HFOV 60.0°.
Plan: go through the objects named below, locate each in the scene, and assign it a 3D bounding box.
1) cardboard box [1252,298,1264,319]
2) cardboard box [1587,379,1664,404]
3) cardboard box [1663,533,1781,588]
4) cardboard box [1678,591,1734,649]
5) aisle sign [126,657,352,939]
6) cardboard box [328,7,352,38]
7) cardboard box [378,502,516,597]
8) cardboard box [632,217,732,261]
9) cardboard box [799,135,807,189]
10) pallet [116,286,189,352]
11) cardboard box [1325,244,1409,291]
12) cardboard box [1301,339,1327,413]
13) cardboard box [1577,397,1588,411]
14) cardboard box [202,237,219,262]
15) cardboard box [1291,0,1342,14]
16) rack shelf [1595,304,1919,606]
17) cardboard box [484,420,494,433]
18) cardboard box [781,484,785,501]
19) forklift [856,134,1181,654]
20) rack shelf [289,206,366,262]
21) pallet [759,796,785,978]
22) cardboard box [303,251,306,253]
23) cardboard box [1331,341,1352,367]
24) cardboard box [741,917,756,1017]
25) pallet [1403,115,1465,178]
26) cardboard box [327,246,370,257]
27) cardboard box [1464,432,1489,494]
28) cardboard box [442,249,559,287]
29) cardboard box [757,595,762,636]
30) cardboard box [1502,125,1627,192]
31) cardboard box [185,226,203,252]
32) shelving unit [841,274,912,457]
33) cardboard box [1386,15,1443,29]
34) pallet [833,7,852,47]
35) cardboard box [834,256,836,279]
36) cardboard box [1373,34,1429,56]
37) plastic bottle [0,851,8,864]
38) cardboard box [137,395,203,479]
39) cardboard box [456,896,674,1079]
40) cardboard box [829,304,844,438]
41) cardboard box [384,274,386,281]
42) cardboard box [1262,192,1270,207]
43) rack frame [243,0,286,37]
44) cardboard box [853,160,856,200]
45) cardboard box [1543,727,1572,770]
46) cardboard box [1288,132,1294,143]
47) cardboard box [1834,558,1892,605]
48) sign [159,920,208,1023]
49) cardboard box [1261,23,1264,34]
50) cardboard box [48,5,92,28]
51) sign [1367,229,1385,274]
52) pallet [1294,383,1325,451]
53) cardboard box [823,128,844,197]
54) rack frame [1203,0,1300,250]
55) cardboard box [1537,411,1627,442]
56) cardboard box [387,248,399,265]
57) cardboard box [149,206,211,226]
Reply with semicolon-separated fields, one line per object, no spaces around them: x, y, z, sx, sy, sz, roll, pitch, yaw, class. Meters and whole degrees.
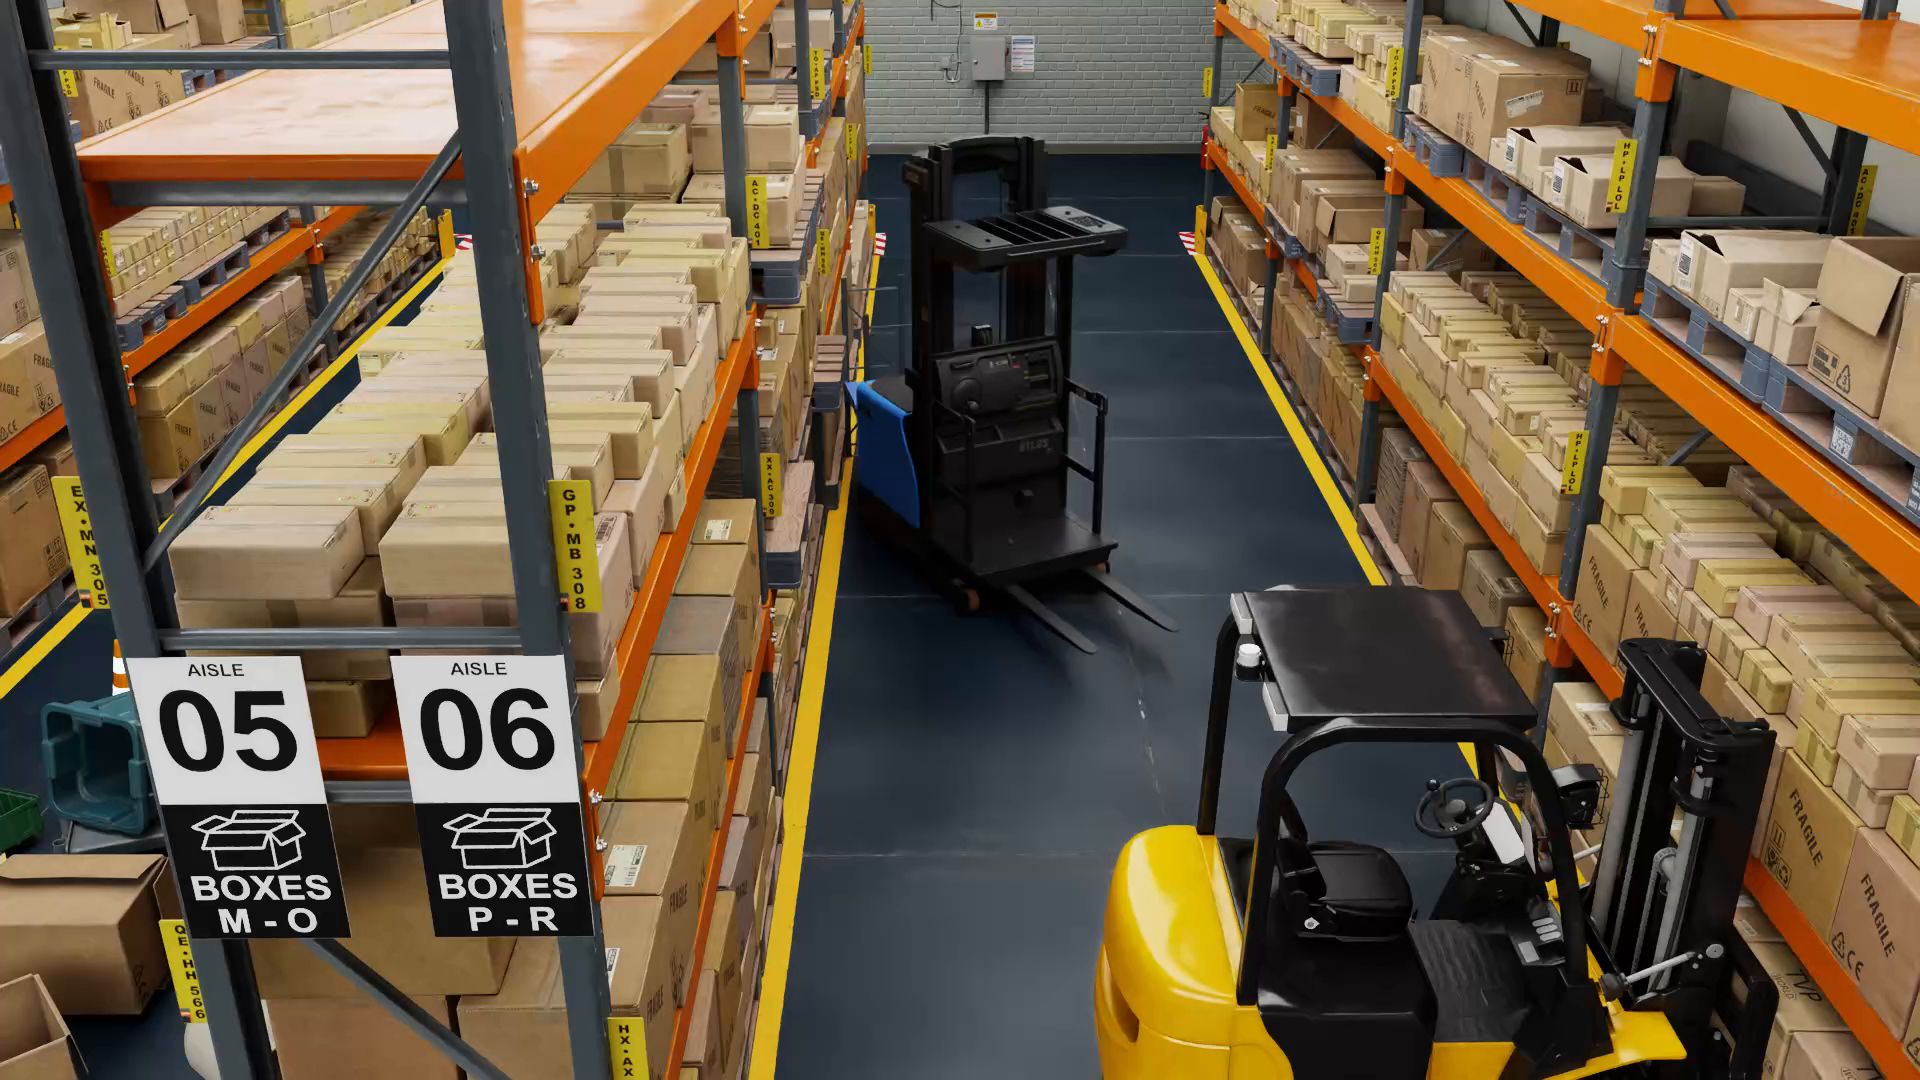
3.119;-2.305;16.540;0.380;0.149;0.250;-1;24;-2;cardboard box
3.763;-0.796;9.346;0.380;0.149;0.250;0;24;-1;cardboard box
3.218;0.087;7.031;0.380;0.149;0.250;0;24;1;cardboard box
3.211;0.328;6.861;0.380;0.149;0.250;0;24;-1;cardboard box
-1.703;0.627;3.953;0.394;0.787;0.004;0;24;-1;aisle sign
-6.235;-5.008;16.108;0.500;0.250;0.500;1;24;2;cardboard box
-1.214;0.021;4.144;0.380;0.149;0.250;0;24;-1;cardboard box
-1.156;-1.243;6.939;0.380;0.149;0.250;-1;24;-2;cardboard box
-1.097;-2.013;8.976;0.500;0.250;0.500;-1;24;-1;cardboard box
-6.564;-1.654;12.384;1.213;0.211;1.003;0;24;-1;pallet
3.127;-2.092;12.792;0.500;0.250;0.500;-1;24;-3;cardboard box
3.215;-1.398;14.108;0.500;0.500;0.500;-1;24;-2;cardboard box
3.767;-0.676;9.564;0.500;0.250;0.500;-1;24;-2;cardboard box
-6.271;-2.364;13.516;0.380;0.149;0.250;-1;24;-2;cardboard box
3.057;-4.575;14.281;0.380;0.149;0.250;0;24;0;cardboard box
3.528;-0.103;5.954;1.077;0.370;4.000;0;24;-1;rack shelf
-1.704;-0.280;5.294;0.500;0.250;0.500;0;24;1;cardboard box
-1.141;-0.273;8.892;0.380;0.149;0.250;0;24;1;cardboard box
0.371;-1.059;10.918;1.130;2.935;3.031;-12;27;-25;forklift
-6.515;-3.593;17.311;1.077;0.370;4.000;0;24;-1;rack shelf
-1.415;1.683;8.156;1.003;0.211;1.213;0;24;-1;pallet
-6.845;-2.943;17.228;0.380;0.149;0.250;-1;24;-2;cardboard box
3.250;-1.519;13.589;0.380;0.149;0.250;-1;24;-1;cardboard box
-1.165;1.869;7.189;0.500;0.250;0.500;0;24;0;cardboard box
3.559;-2.538;10.693;1.213;0.211;1.003;1;24;2;pallet
-6.318;-2.945;17.234;0.380;0.149;0.250;-1;24;-3;cardboard box
3.253;-0.438;9.644;0.500;0.250;0.500;0;24;0;cardboard box
-1.778;-1.024;6.455;0.380;0.149;0.250;0;24;-1;cardboard box
-1.149;0.381;7.955;0.380;0.149;0.250;-1;24;-1;cardboard box
3.246;-2.064;8.895;0.500;0.311;0.500;-1;24;-2;cardboard box
-6.270;-2.392;13.216;0.380;0.149;0.250;0;24;-1;cardboard box
-0.576;-1.186;12.935;0.538;1.500;1.048;-5;25;-12;shelving unit
3.582;-4.051;13.123;0.380;0.149;0.250;0;24;1;cardboard box
-1.543;-4.824;15.627;1.003;0.211;1.213;0;24;-1;pallet
-1.287;-2.278;13.712;0.500;0.250;0.500;0;24;-1;cardboard box
3.251;-3.615;12.184;0.380;0.149;0.250;-1;24;-1;cardboard box
-4.894;1.646;8.420;0.133;0.061;0.283;-14;28;-28;plastic bottle
-6.202;-0.793;12.772;0.500;0.500;0.500;-1;24;-3;cardboard box
-1.142;1.407;4.901;0.500;0.500;0.500;-1;24;-1;cardboard box
-1.431;-1.388;13.631;0.875;0.875;0.875;0;24;0;cardboard box
-6.310;-2.783;17.596;0.380;0.149;0.250;0;24;1;cardboard box
3.138;-3.307;16.111;0.380;0.149;0.250;0;24;1;cardboard box
-6.493;-5.830;14.104;1.000;3.000;0.127;0;24;-1;rack frame
-1.289;-3.608;16.350;0.500;0.500;0.500;0;24;0;cardboard box
3.203;1.146;8.179;0.500;0.250;0.500;0;24;-1;cardboard box
3.656;-4.080;17.334;0.500;0.250;0.500;0;24;-1;cardboard box
3.837;0.188;6.808;0.380;0.149;0.250;-1;24;-1;cardboard box
-1.969;1.107;4.258;0.100;0.325;0.005;0;24;-1;sign
3.154;-5.007;16.228;0.380;0.149;0.250;1;24;1;cardboard box
-6.748;-3.905;12.437;0.396;0.266;0.258;0;24;-1;cardboard box
2.920;-2.021;11.654;0.100;0.325;0.005;0;24;-1;sign
3.482;-1.075;14.254;1.003;0.211;1.213;0;24;-1;pallet
-1.276;-3.266;14.379;0.500;0.500;0.500;0;24;0;cardboard box
3.375;-4.833;19.179;1.000;3.000;0.127;0;24;-1;rack frame
3.309;-0.576;8.859;0.380;0.149;0.250;0;24;-1;cardboard box
-6.236;-3.024;17.767;0.380;0.149;0.250;1;24;2;cardboard box
-6.276;-2.632;13.386;0.380;0.149;0.250;-1;24;-1;cardboard box
